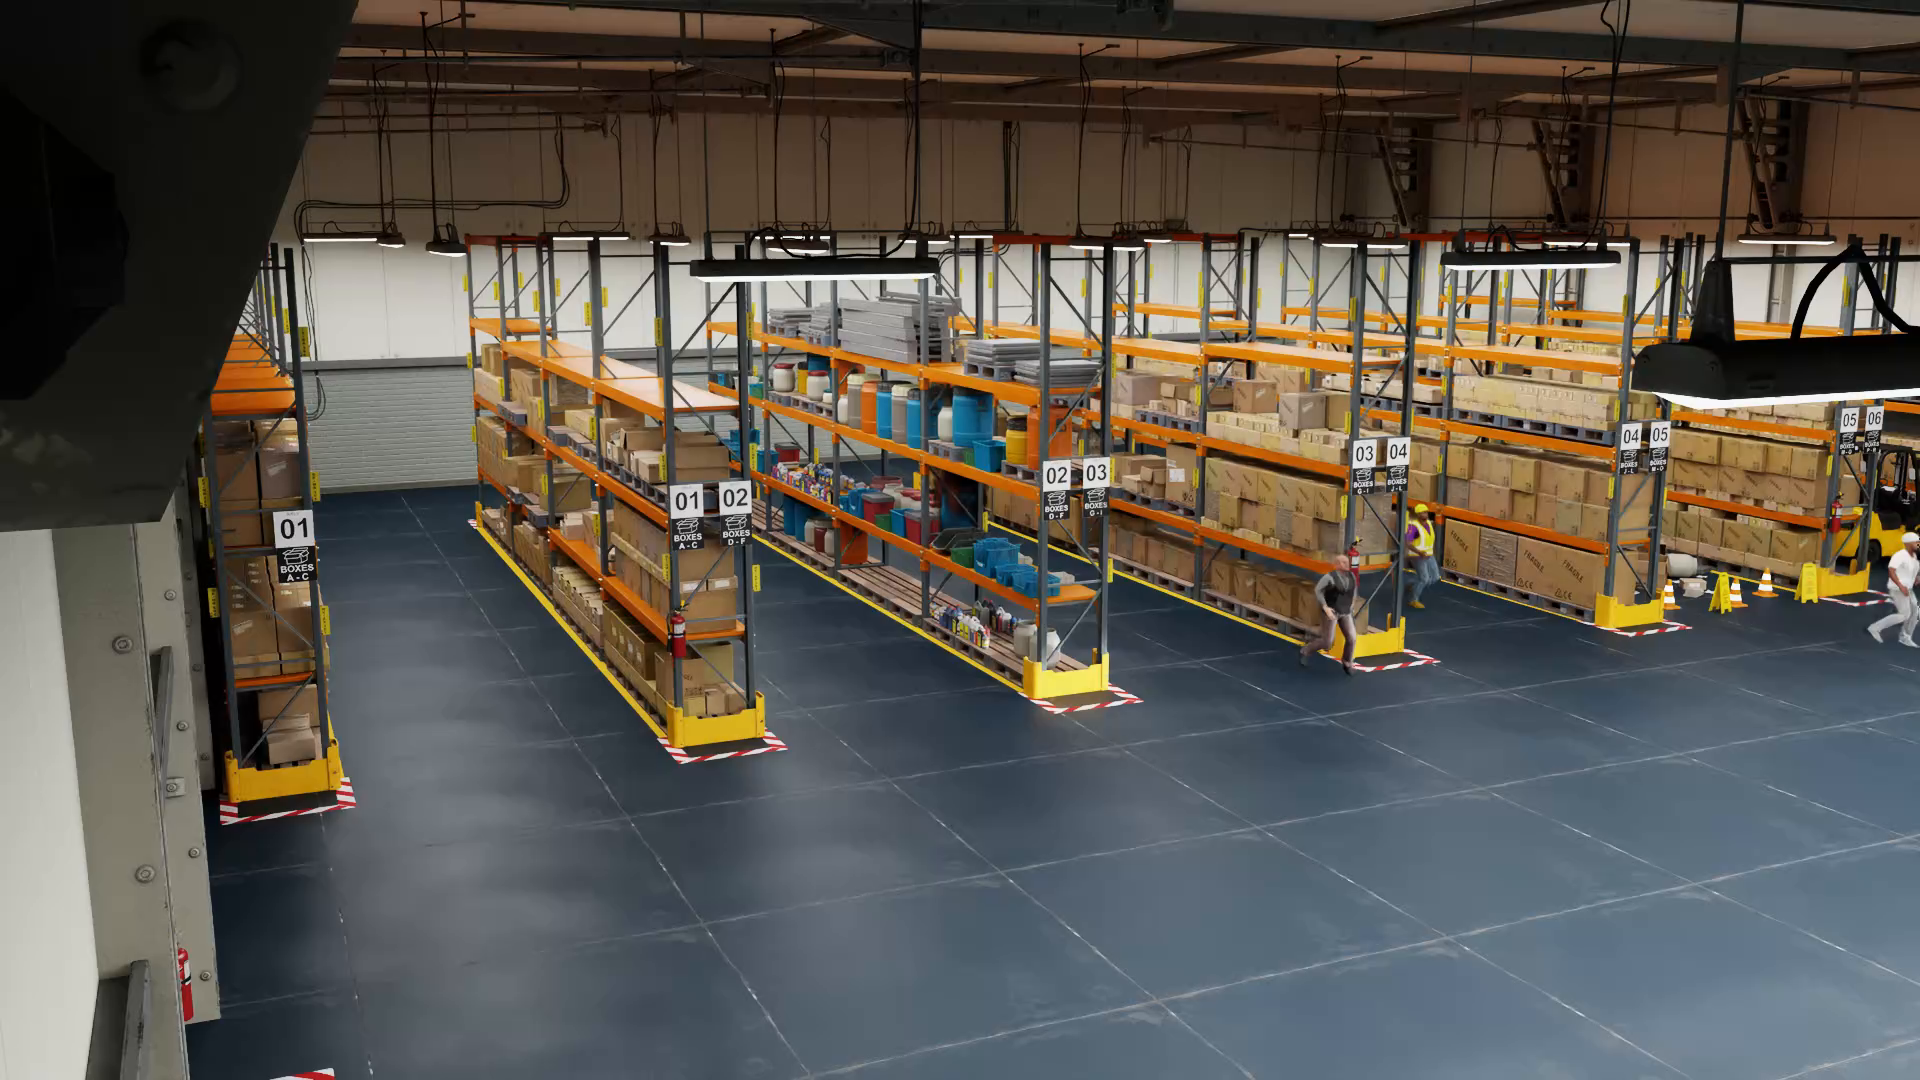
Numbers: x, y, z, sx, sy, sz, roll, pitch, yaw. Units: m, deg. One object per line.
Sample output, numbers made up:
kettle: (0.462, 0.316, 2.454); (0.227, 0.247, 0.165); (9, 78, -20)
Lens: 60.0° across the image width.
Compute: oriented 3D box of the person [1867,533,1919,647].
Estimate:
person: (14.045, 0.753, 24.851); (0.663, 1.760, 0.887); (9, 14, 38)

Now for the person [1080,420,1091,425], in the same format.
person: (2.998, -2.328, 41.065); (0.740, 1.521, 0.613); (-7, 13, -32)

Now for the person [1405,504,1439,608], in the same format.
person: (7.585, 0.259, 27.285); (0.706, 1.725, 0.526); (-9, 14, -39)

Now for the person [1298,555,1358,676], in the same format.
person: (5.269, 1.056, 23.396); (0.864, 1.721, 0.646); (-6, 13, -29)
